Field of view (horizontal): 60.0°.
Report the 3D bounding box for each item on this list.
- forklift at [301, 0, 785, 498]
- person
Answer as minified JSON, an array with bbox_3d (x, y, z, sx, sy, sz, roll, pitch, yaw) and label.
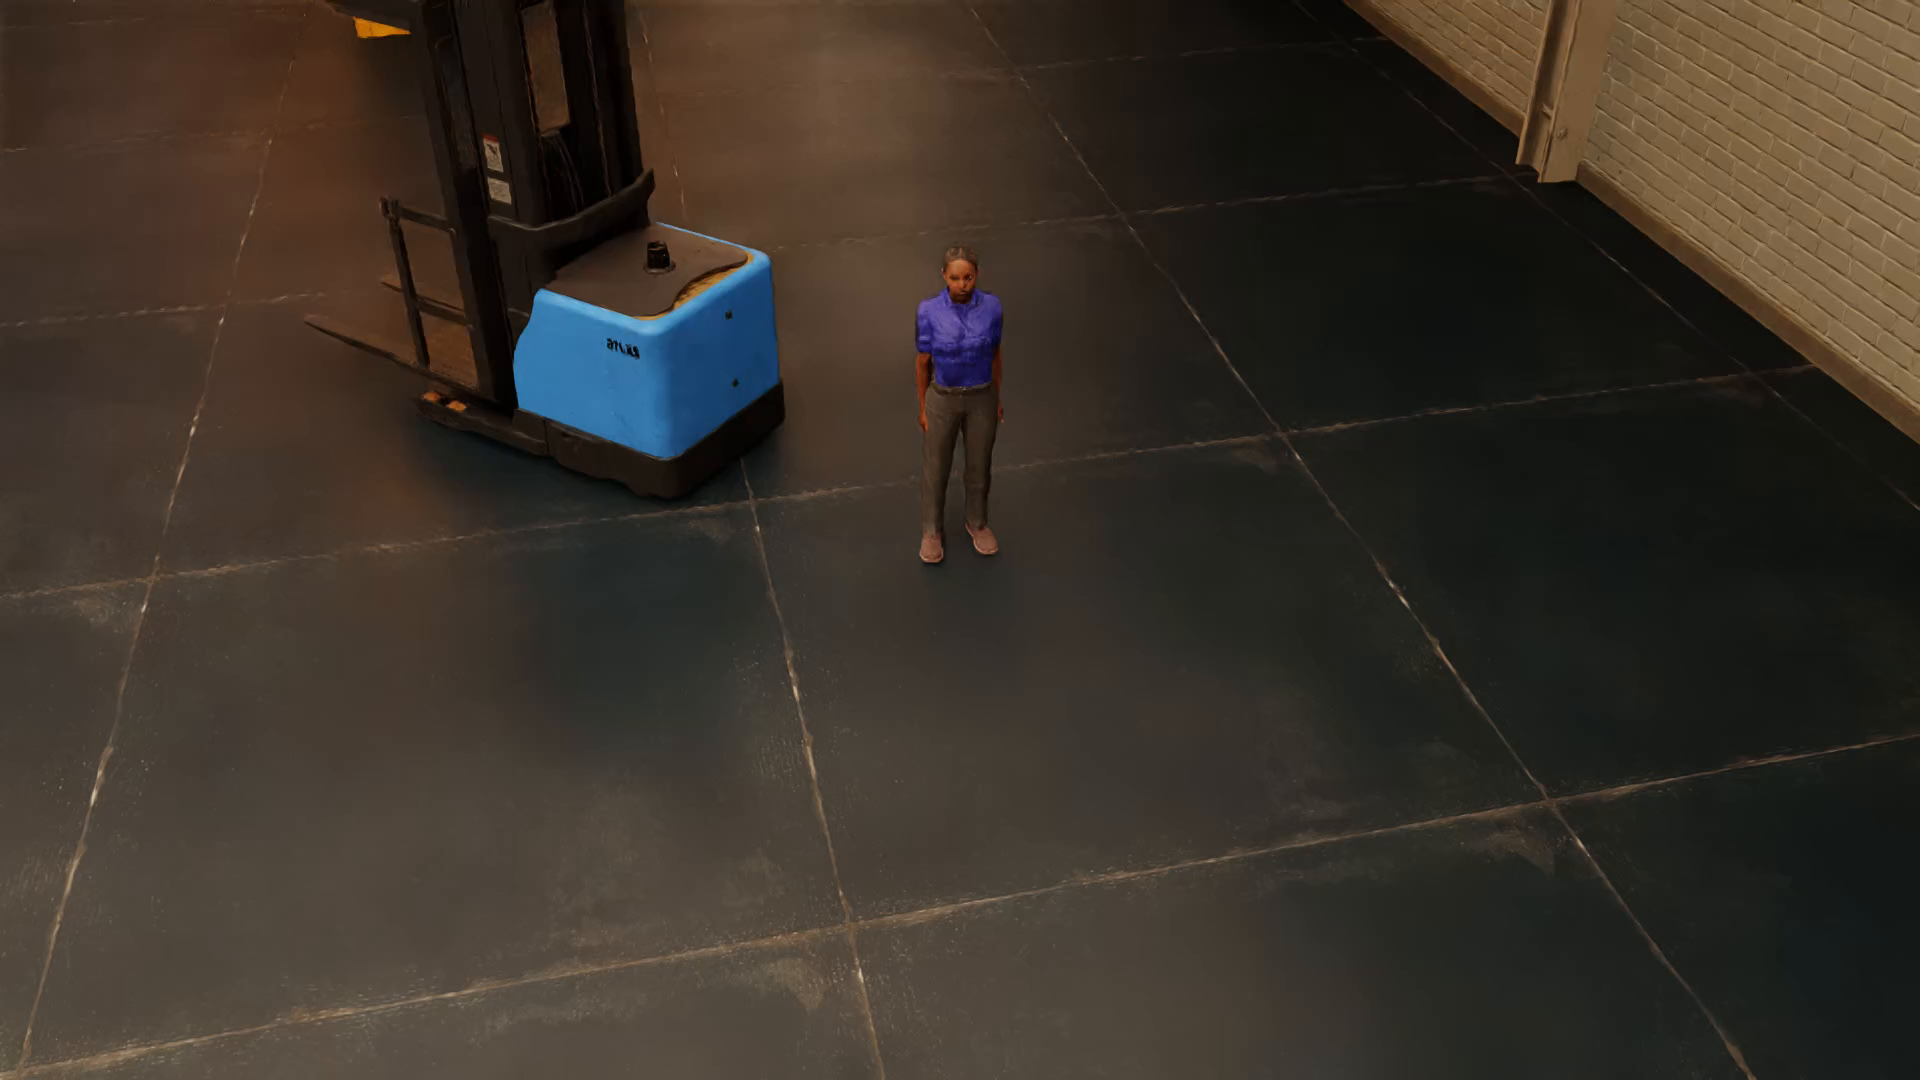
[{"bbox_3d":[-2.516,-2.052,8.902,3.031,2.935,1.130,20,40,25],"label":"forklift"},{"bbox_3d":[-0.001,-0.658,8.056,0.446,1.662,0.320,-8,36,-11],"label":"person"}]
